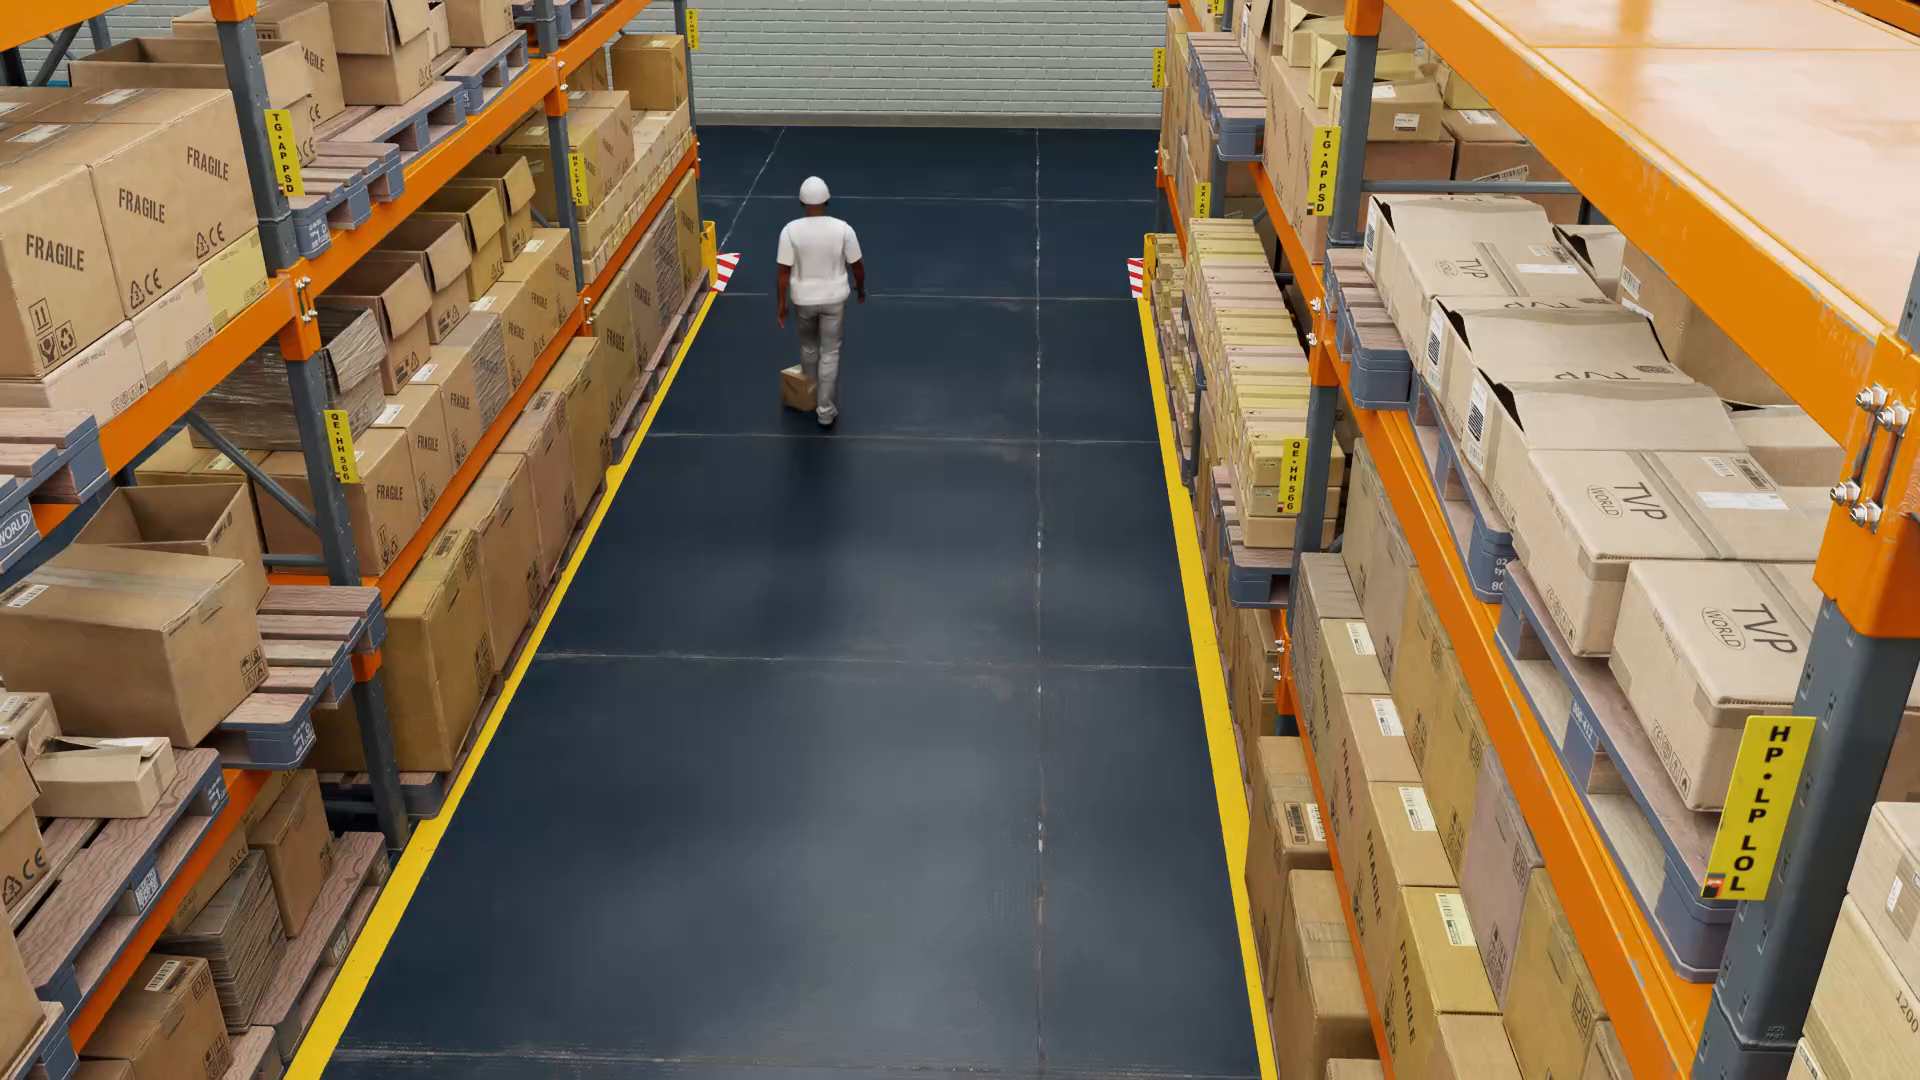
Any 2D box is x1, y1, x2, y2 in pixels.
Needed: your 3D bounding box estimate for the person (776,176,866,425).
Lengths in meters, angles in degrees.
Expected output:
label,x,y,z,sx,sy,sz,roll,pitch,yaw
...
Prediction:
label,x,y,z,sx,sy,sz,roll,pitch,yaw
person,-0.985,-1.766,11.922,0.614,1.751,0.889,0,28,1
